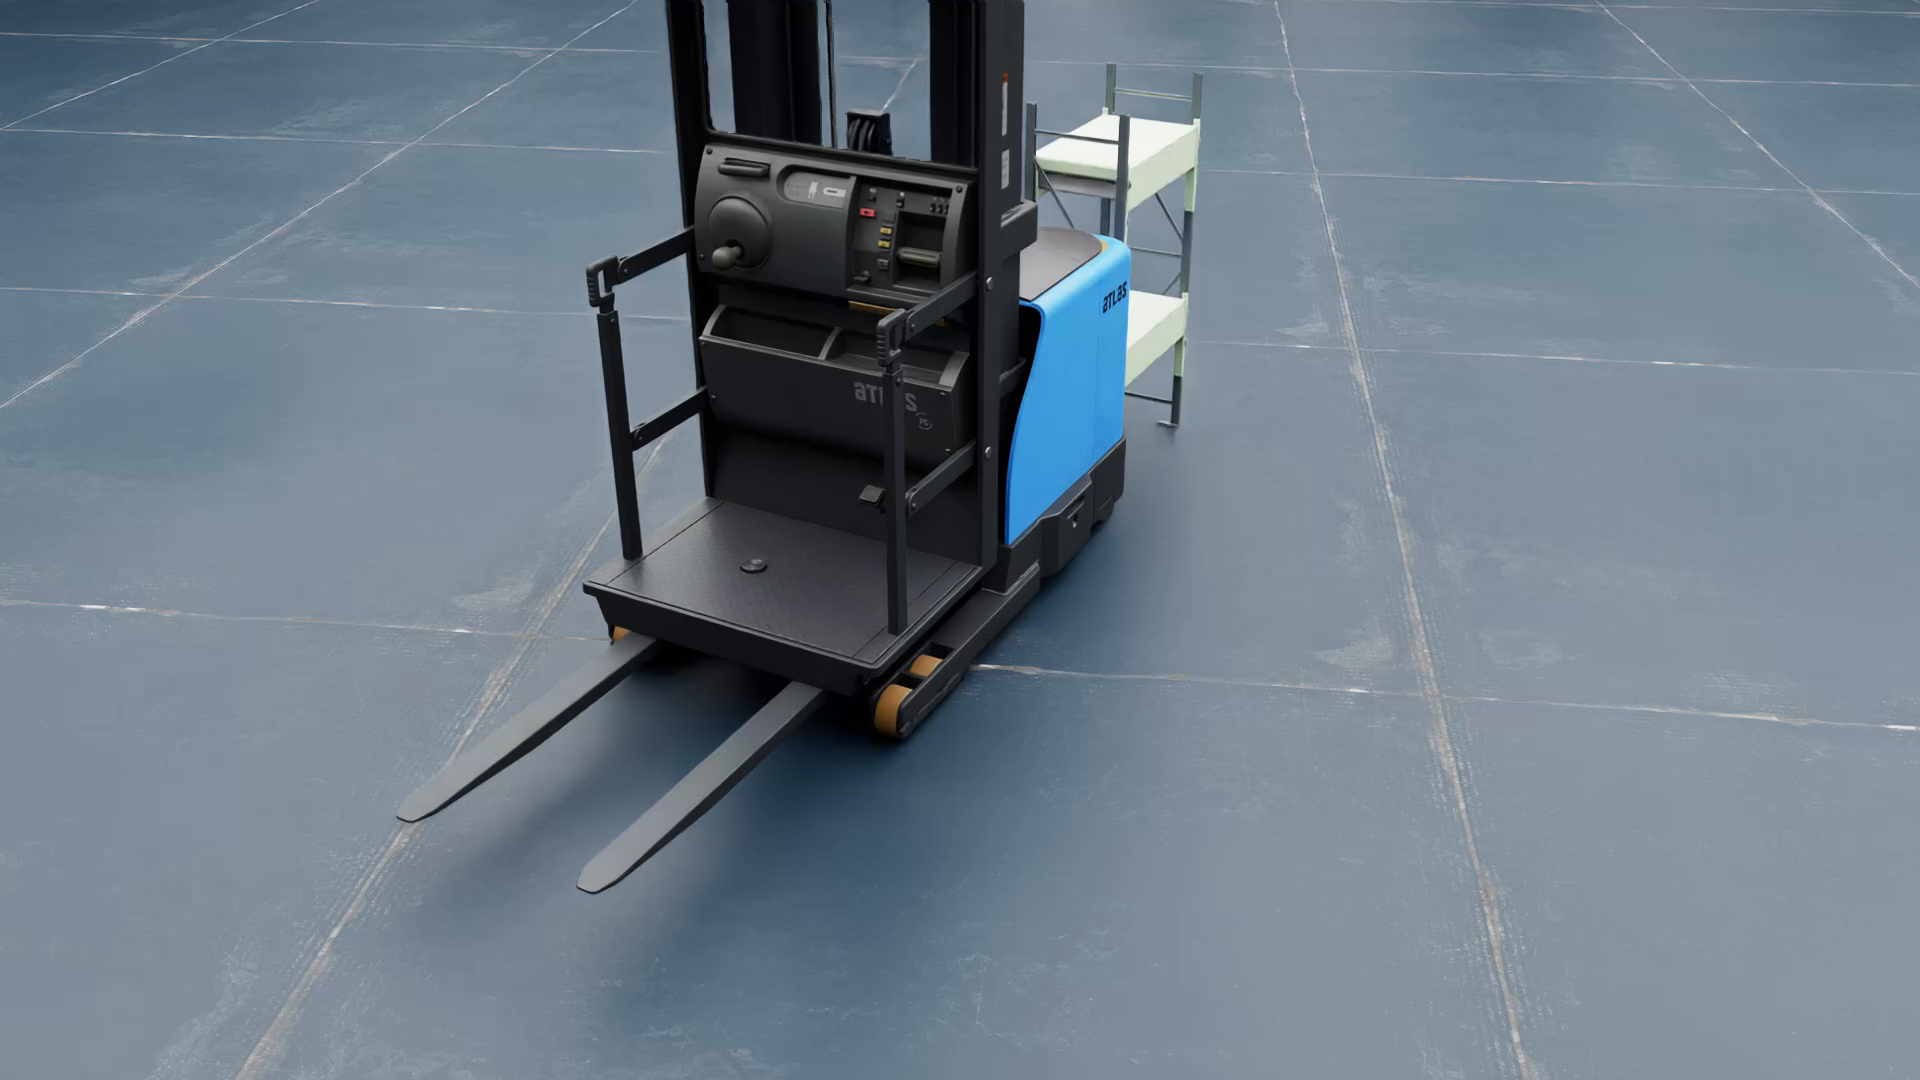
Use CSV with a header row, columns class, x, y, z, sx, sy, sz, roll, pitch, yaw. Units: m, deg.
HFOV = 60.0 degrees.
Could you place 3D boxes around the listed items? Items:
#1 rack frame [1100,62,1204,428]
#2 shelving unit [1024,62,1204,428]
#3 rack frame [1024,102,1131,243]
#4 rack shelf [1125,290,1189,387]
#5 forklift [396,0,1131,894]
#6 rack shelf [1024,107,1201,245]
class,x,y,z,sx,sy,sz,roll,pitch,yaw
rack frame,0.764,-1.192,6.881,0.400,1.500,0.023,14,31,24
shelving unit,0.593,-1.038,6.596,0.431,1.500,0.755,14,31,24
rack frame,0.422,-0.885,6.311,0.400,1.500,0.023,14,31,24
rack shelf,0.593,-0.751,6.751,0.431,0.370,0.720,14,31,24
forklift,-0.500,-0.922,4.870,1.130,2.935,3.031,14,31,24
rack shelf,0.593,-1.382,6.411,0.431,0.370,0.720,14,31,24
